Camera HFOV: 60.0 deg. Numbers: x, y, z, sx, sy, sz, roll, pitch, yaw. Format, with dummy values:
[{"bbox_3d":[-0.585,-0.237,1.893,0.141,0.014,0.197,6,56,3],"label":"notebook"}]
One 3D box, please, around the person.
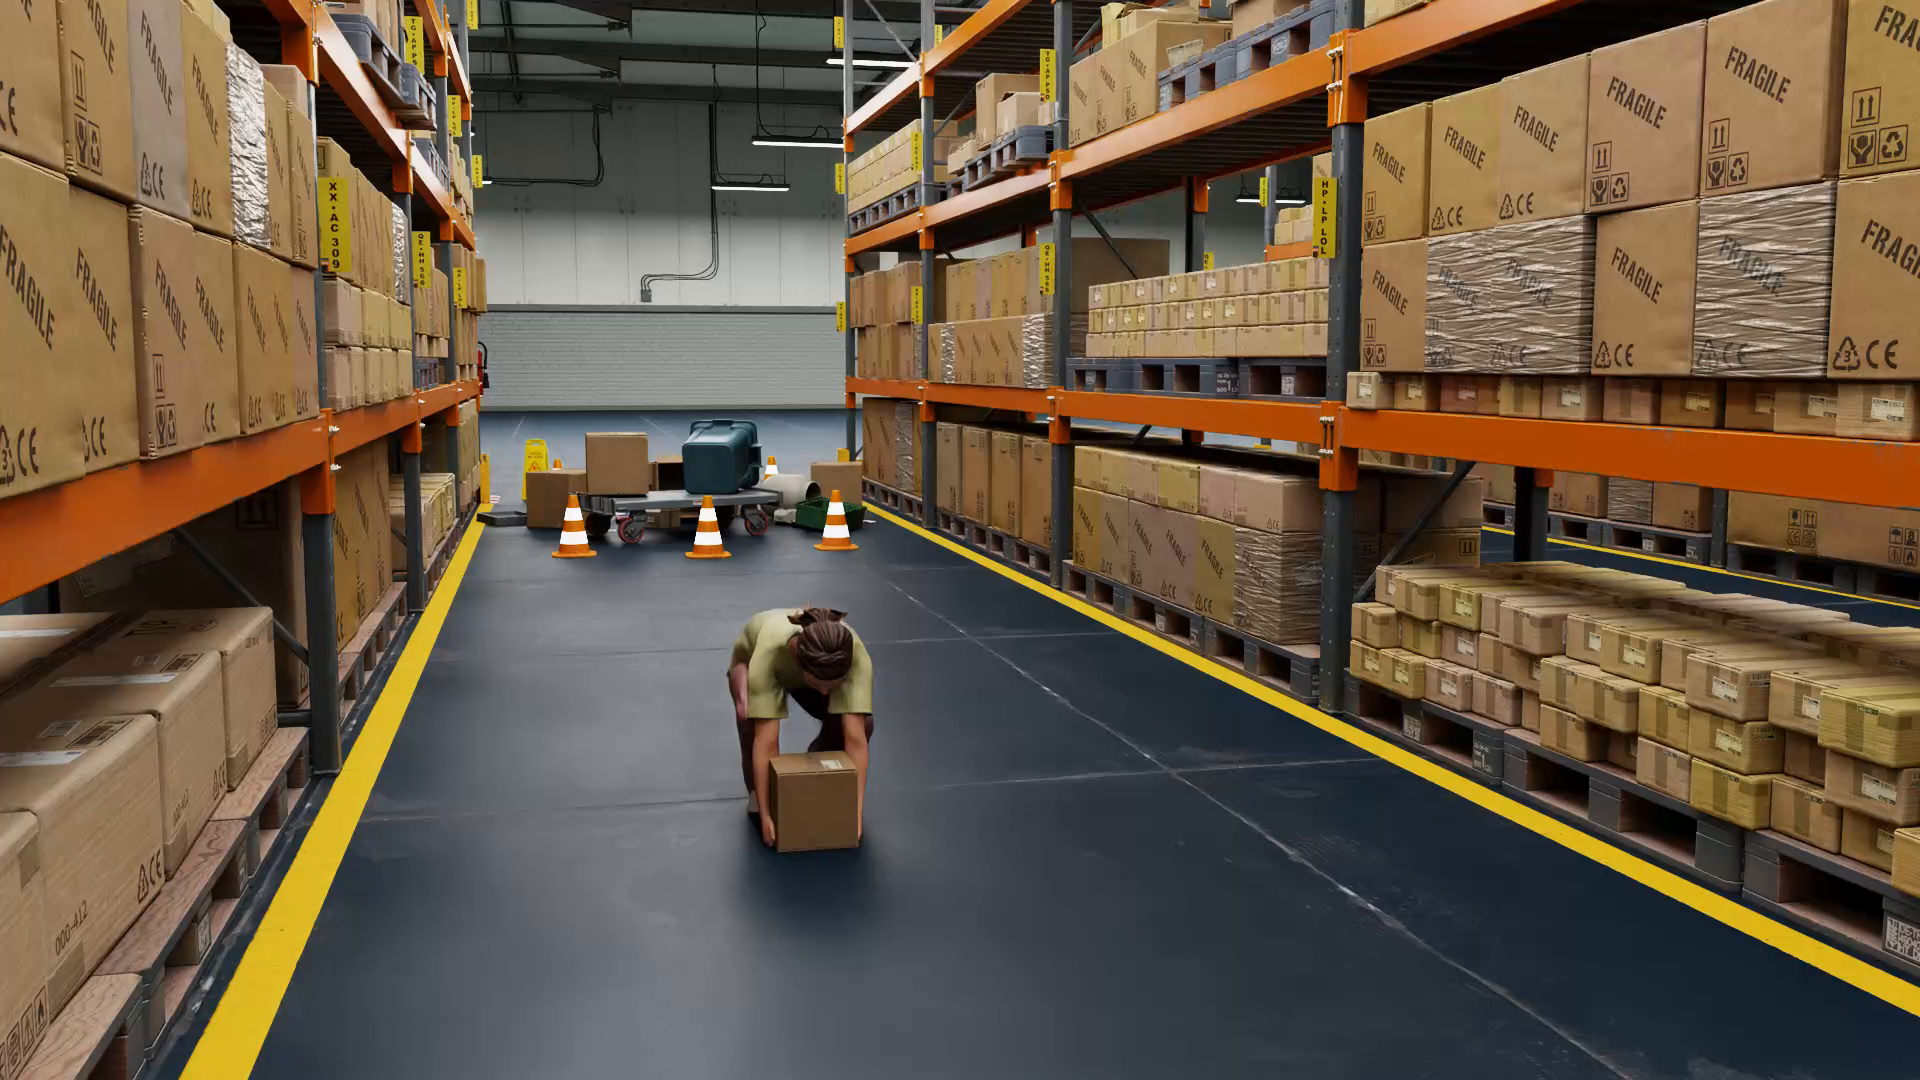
[{"bbox_3d":[-0.524,0.556,5.484,0.455,0.770,0.856,-2,6,-15],"label":"person"}]
